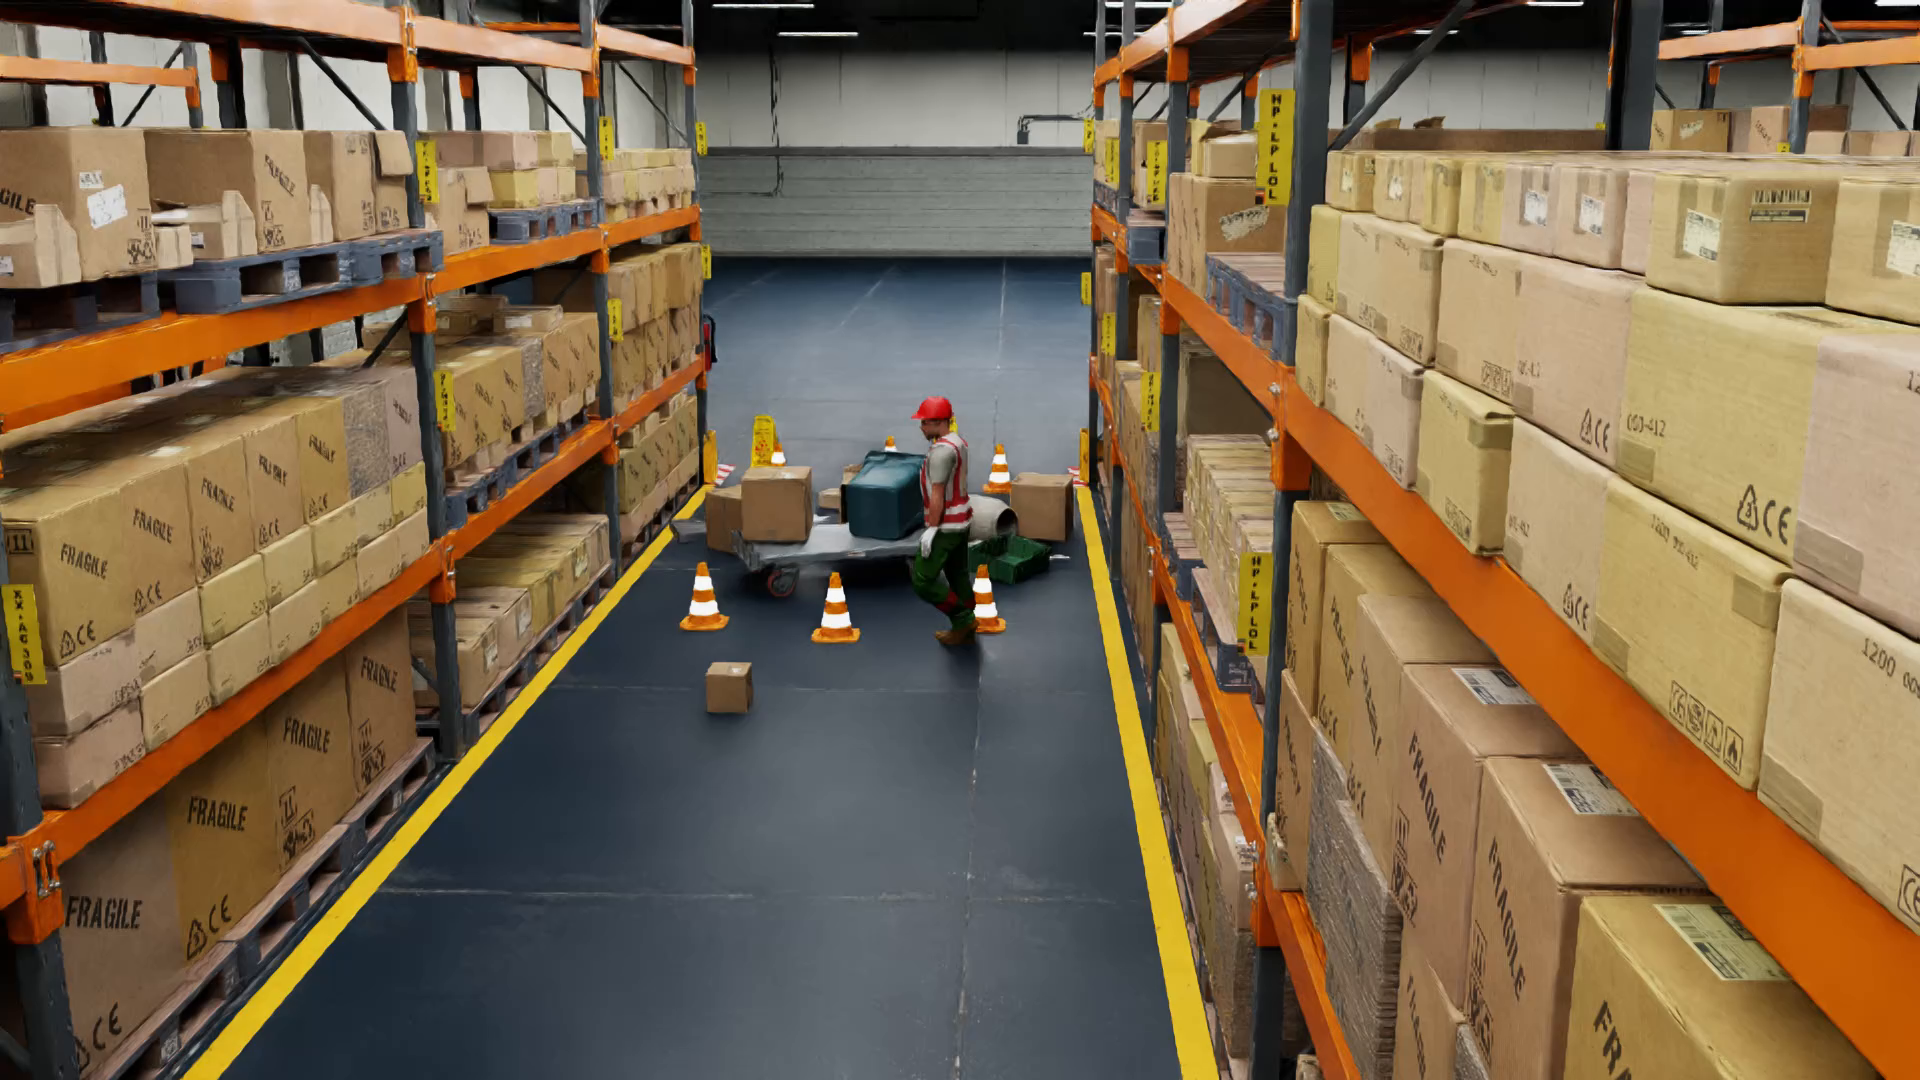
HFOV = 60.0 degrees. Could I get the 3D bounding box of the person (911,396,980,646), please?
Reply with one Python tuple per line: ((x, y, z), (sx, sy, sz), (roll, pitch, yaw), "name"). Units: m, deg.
((-0.095, -0.093, 11.221), (0.459, 1.770, 0.671), (2, 14, 10), "person")
